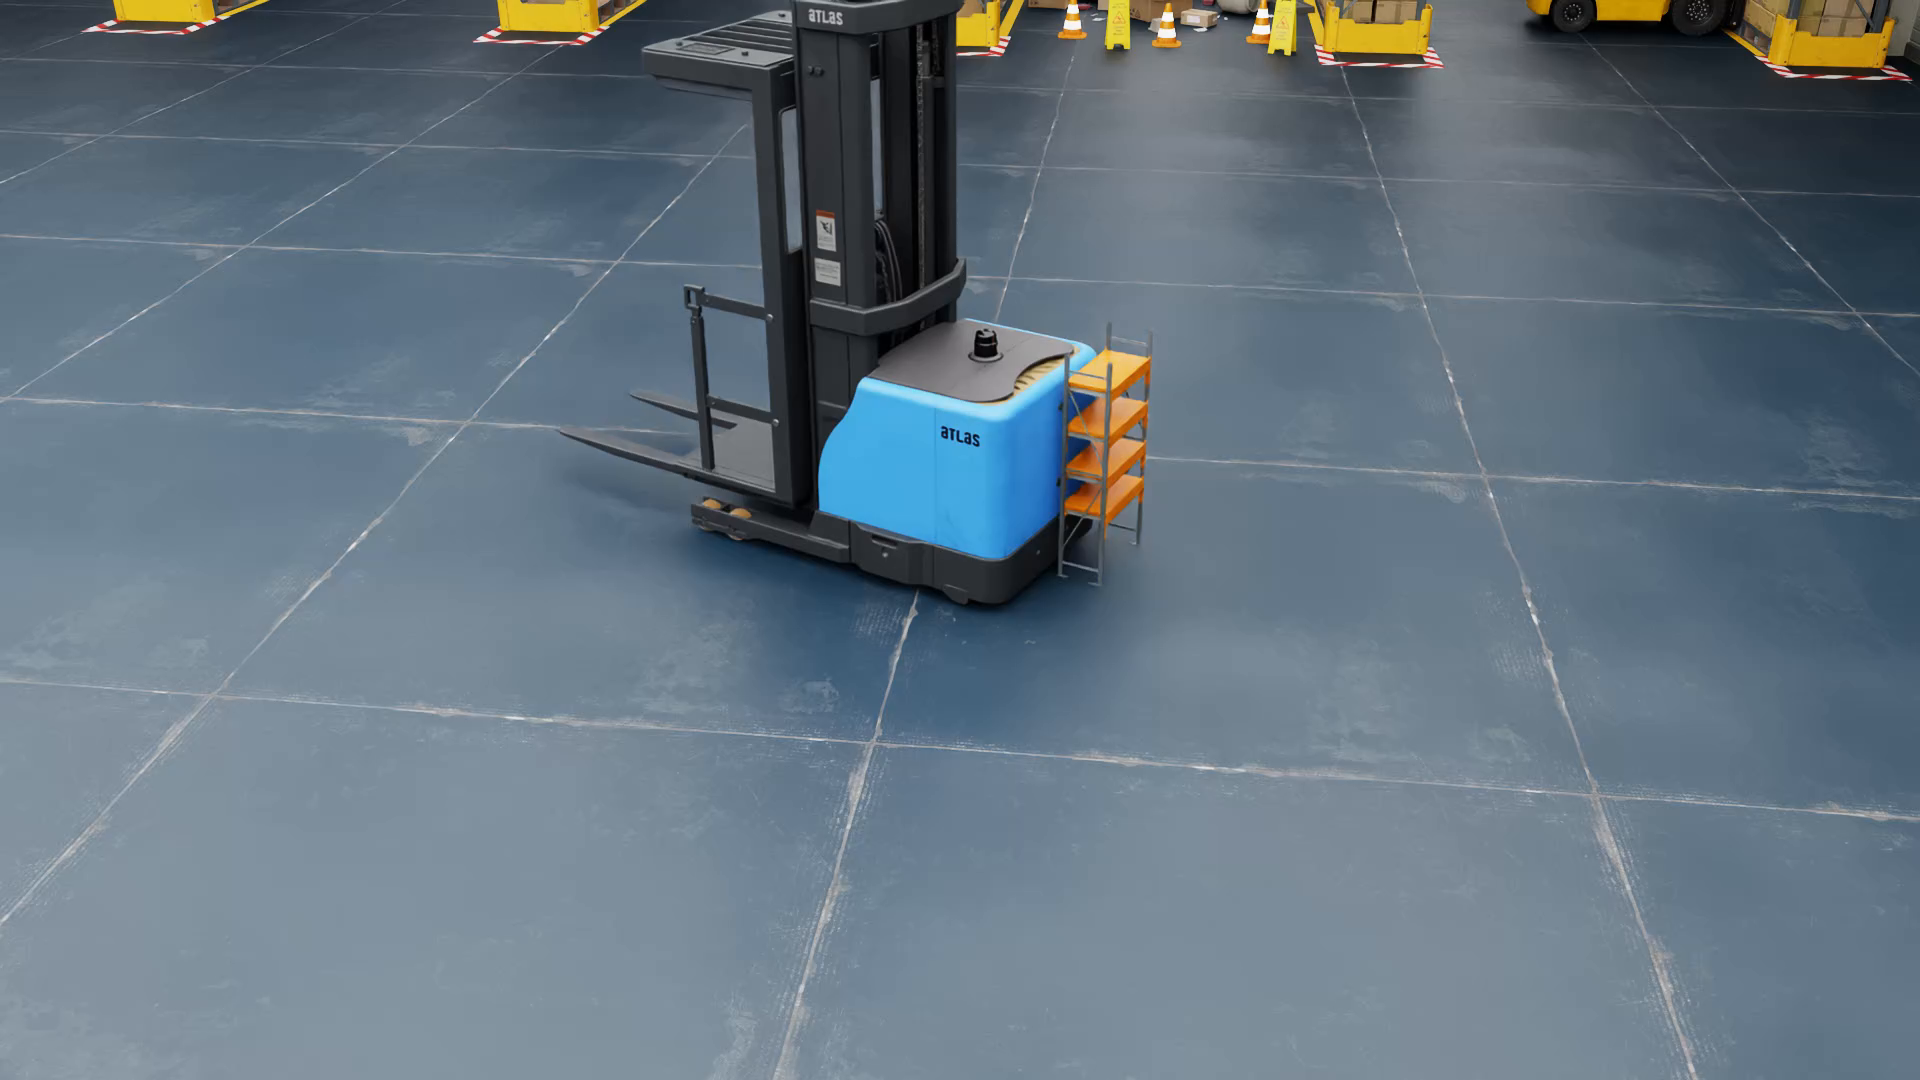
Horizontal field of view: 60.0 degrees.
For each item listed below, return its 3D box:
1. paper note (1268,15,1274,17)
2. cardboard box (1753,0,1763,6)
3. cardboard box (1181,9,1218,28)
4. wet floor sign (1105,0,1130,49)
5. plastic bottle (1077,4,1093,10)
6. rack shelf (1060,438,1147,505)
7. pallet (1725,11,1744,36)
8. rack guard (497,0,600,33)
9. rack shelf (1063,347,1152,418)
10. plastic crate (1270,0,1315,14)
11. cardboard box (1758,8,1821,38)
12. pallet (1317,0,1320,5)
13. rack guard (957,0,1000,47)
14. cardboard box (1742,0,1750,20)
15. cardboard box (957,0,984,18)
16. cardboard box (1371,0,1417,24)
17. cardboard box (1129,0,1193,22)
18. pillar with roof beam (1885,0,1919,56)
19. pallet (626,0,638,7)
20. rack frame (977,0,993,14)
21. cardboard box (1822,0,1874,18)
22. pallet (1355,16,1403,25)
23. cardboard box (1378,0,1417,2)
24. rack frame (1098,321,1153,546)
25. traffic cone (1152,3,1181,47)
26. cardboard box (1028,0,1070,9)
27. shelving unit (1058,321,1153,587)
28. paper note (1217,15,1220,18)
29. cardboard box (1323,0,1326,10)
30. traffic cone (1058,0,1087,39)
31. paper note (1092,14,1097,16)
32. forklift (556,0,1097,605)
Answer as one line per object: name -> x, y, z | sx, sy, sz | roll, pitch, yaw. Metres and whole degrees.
paper note -> 3.911, -6.637, 21.038 | 0.142, 0.019, 0.148 | -6, 29, -11
cardboard box -> 9.552, -6.370, 19.340 | 0.500, 0.250, 0.500 | 3, 28, 6
cardboard box -> 2.959, -6.458, 20.581 | 0.380, 0.149, 0.250 | 20, 34, 32
wet floor sign -> 1.840, -6.054, 19.307 | 0.267, 0.644, 0.232 | -1, 28, -3
plastic bottle -> 1.560, -6.878, 21.453 | 0.283, 0.061, 0.133 | -6, 29, -11
rack shelf -> 0.719, -0.364, 8.303 | 0.258, 0.148, 0.480 | 14, 32, 25
pallet -> 9.934, -6.400, 20.407 | 1.003, 0.211, 1.213 | 3, 28, 6
rack guard -> -5.023, -6.490, 20.270 | 1.175, 0.500, 0.348 | 3, 28, 6
rack shelf -> 0.719, -0.770, 8.085 | 0.258, 0.148, 0.480 | 14, 32, 25
plastic crate -> 4.287, -6.885, 21.446 | 0.402, 0.080, 0.583 | -6, 29, -11
cardboard box -> 9.474, -5.906, 19.007 | 0.500, 0.250, 0.500 | 4, 29, 7
pallet -> 5.246, -7.316, 22.108 | 1.003, 0.211, 1.213 | 3, 28, 6
rack guard -> -0.125, -6.108, 19.560 | 1.175, 0.500, 0.348 | 3, 28, 6
cardboard box -> 9.615, -6.375, 19.877 | 0.500, 0.250, 0.500 | 4, 29, 7
cardboard box -> -0.104, -6.792, 19.992 | 0.875, 0.875, 0.875 | 4, 29, 6
cardboard box -> 5.177, -6.317, 19.770 | 0.500, 0.250, 0.500 | 3, 28, 6
cardboard box -> 2.506, -6.854, 20.942 | 0.797, 0.503, 0.637 | -17, 33, -29
pillar with roof beam -> 6.438, -9.859, 17.563 | 9.100, 9.000, 0.400 | 3, 28, 6
pallet -> -4.736, -7.316, 22.108 | 1.003, 0.211, 1.213 | 3, 28, 6
rack frame -> -0.122, -7.219, 18.988 | 1.000, 3.000, 0.127 | 3, 28, 6
cardboard box -> 9.994, -6.096, 18.832 | 0.500, 0.250, 0.500 | 4, 29, 7
pallet -> 4.947, -6.168, 19.976 | 1.003, 0.211, 1.213 | 3, 28, 6
cardboard box -> 5.179, -6.659, 19.613 | 0.500, 0.500, 0.500 | 2, 28, 4
rack frame -> 0.836, -0.525, 8.460 | 0.240, 1.200, 0.015 | 14, 32, 25
traffic cone -> 2.433, -6.044, 19.481 | 0.336, 0.463, 0.334 | 3, 28, 6
cardboard box -> 1.197, -7.213, 21.608 | 0.500, 0.500, 0.500 | 8, 29, 15
shelving unit -> 0.719, -0.424, 8.271 | 0.258, 1.200, 0.503 | 14, 32, 25
paper note -> 3.197, -6.619, 21.016 | 0.148, 0.019, 0.142 | 14, 31, 24
cardboard box -> 4.707, -6.593, 20.282 | 0.500, 0.250, 0.500 | 3, 29, 6
traffic cone -> 1.353, -6.270, 19.900 | 0.336, 0.463, 0.334 | 3, 28, 6
paper note -> 1.712, -6.676, 21.131 | 0.032, 0.001, 0.123 | 20, 34, 32
forklift -> -0.829, -1.484, 8.415 | 3.031, 2.935, 1.130 | 16, 32, 27
